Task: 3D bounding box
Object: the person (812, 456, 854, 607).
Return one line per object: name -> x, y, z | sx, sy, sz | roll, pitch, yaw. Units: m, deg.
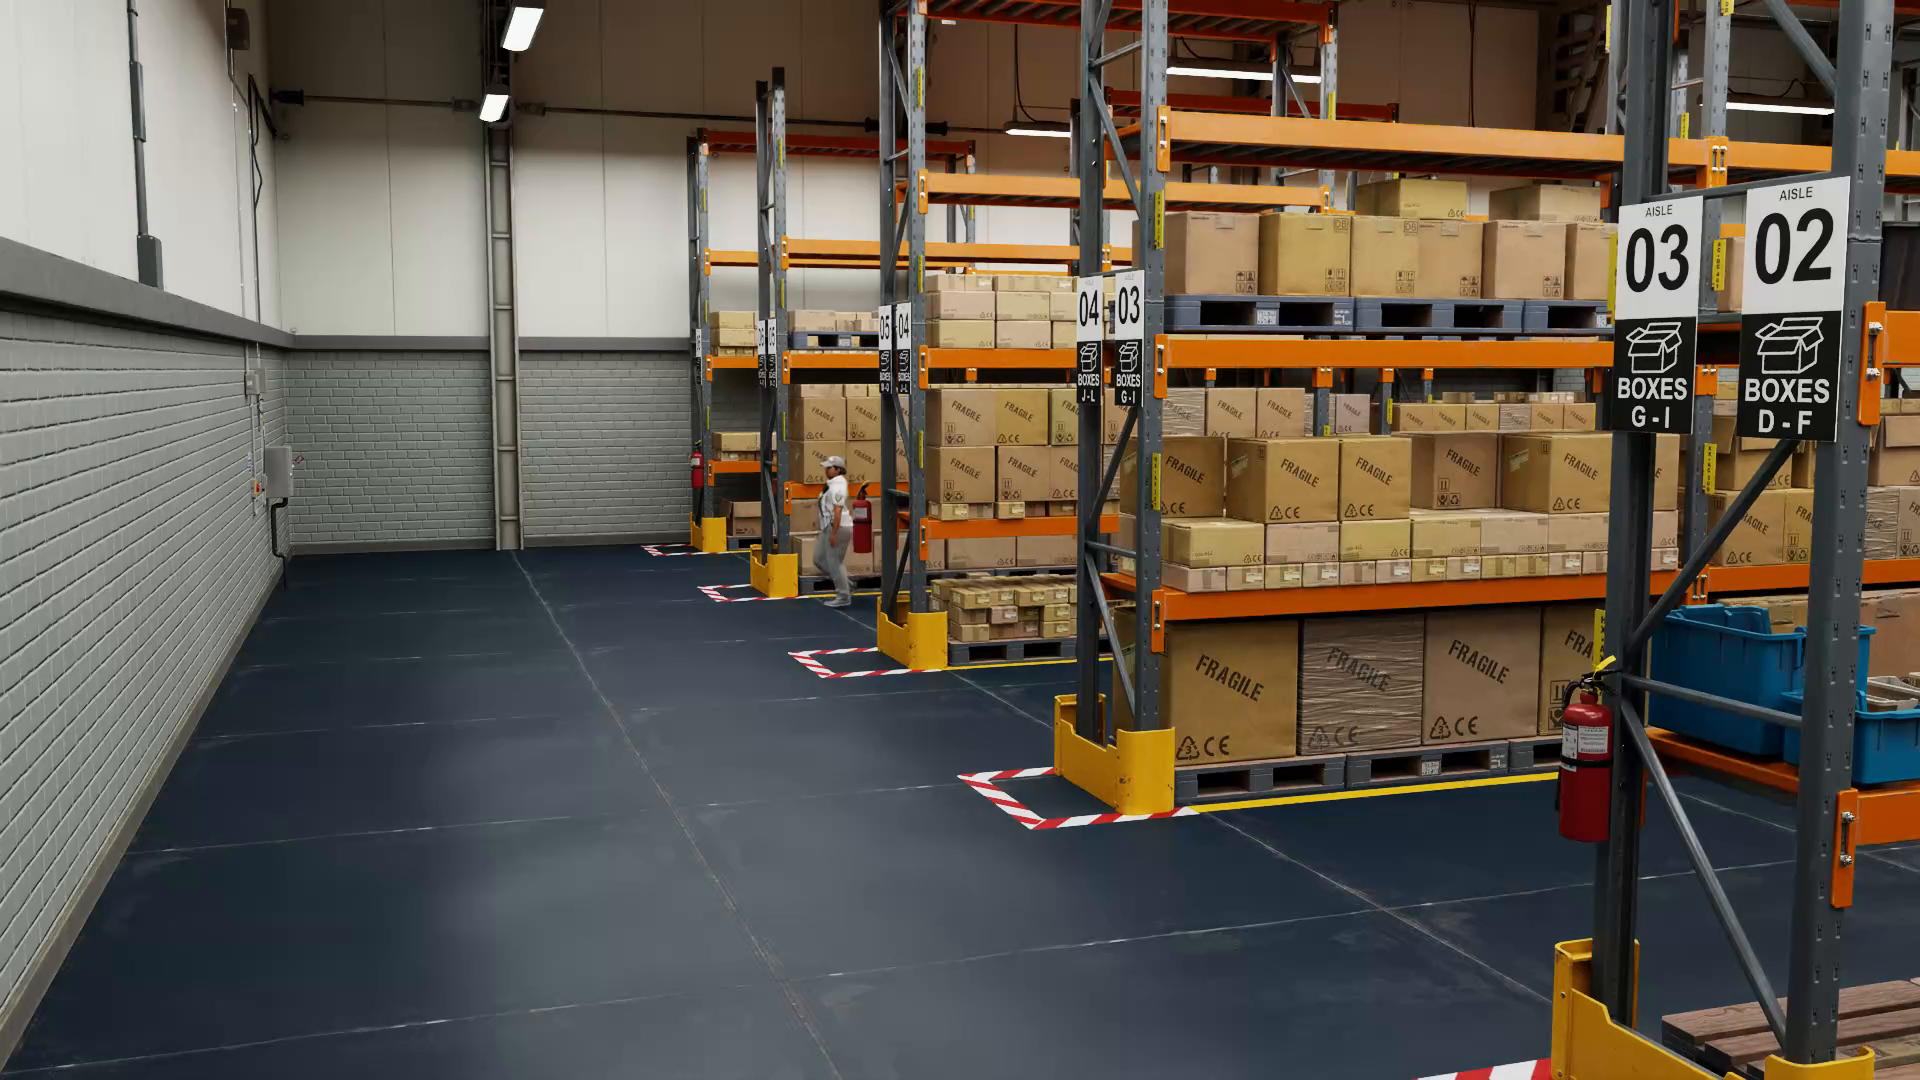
person -> -1.388, -0.096, 18.280 | 0.453, 1.665, 0.535 | -1, 6, -10
